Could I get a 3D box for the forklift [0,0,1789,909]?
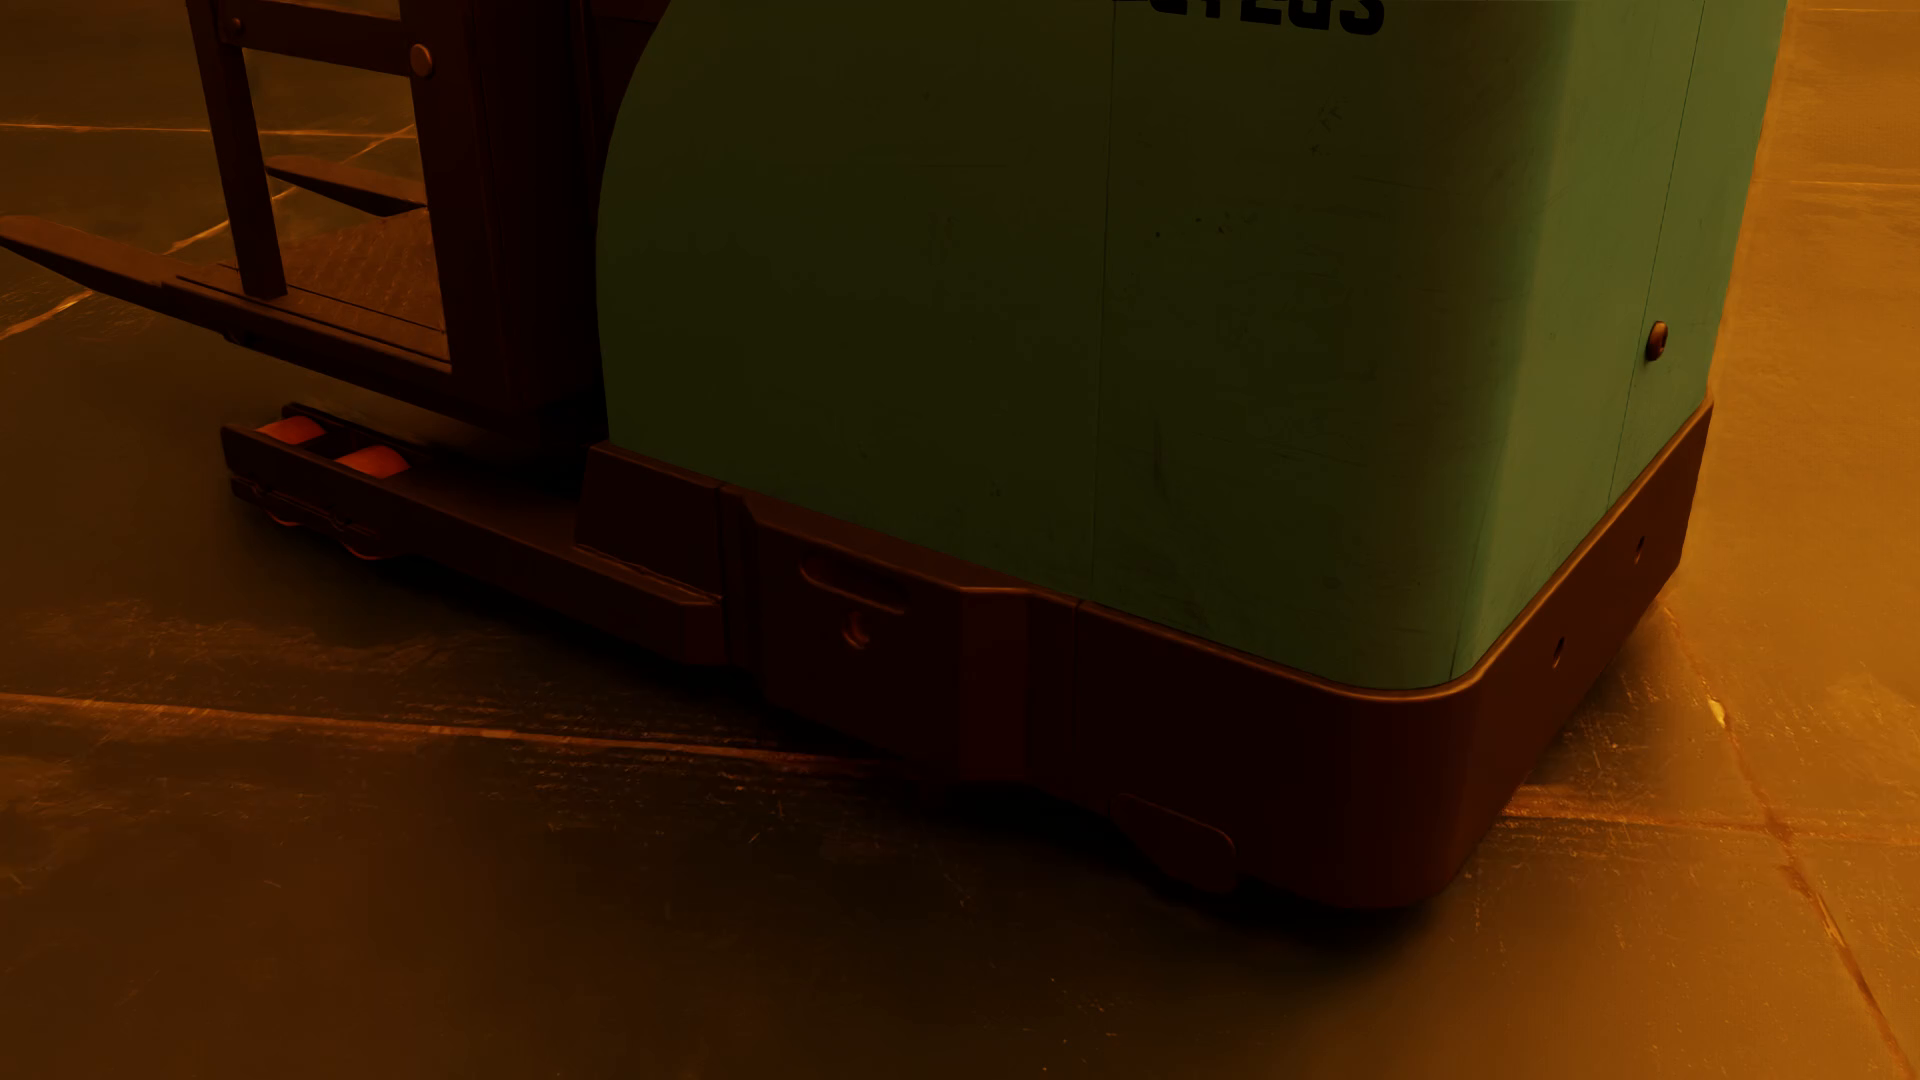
[{"bbox_3d":[-0.498,-1.453,2.130,3.031,2.935,1.130,18,32,32],"label":"forklift"}]
